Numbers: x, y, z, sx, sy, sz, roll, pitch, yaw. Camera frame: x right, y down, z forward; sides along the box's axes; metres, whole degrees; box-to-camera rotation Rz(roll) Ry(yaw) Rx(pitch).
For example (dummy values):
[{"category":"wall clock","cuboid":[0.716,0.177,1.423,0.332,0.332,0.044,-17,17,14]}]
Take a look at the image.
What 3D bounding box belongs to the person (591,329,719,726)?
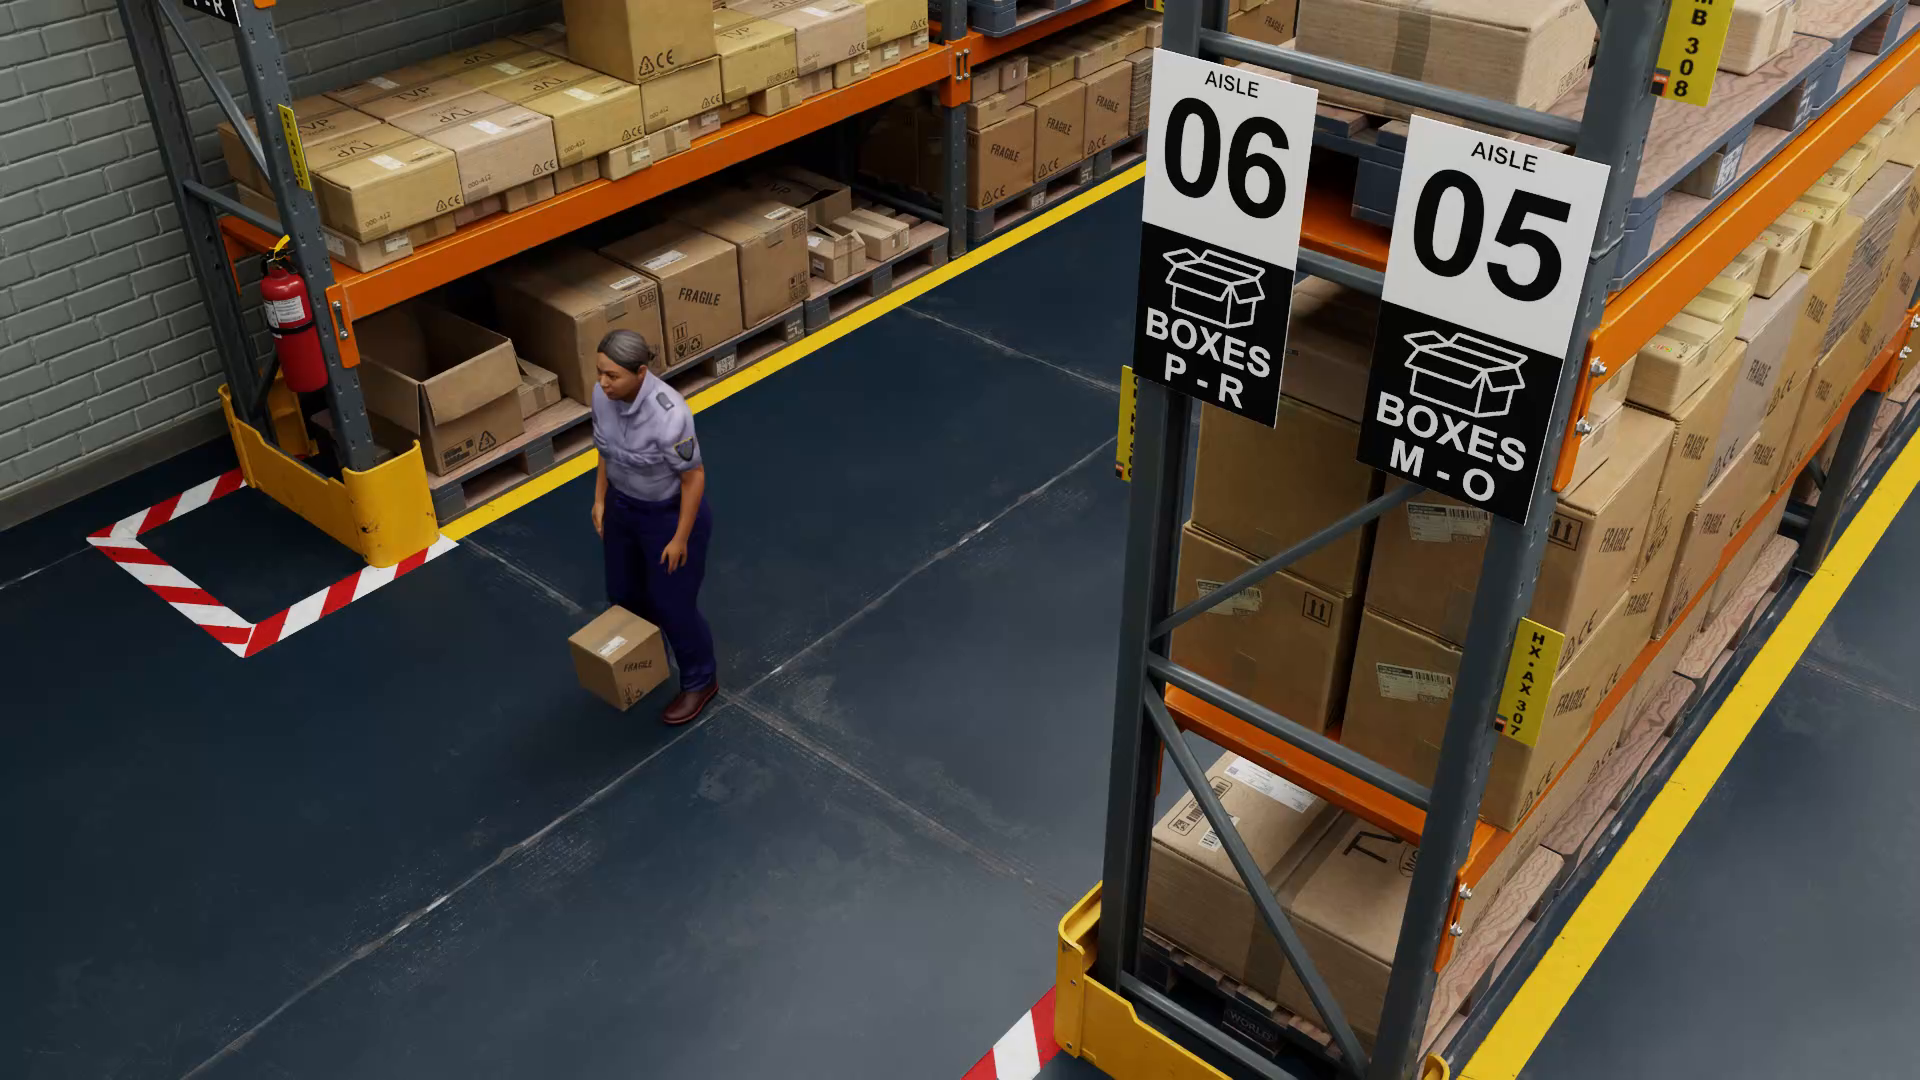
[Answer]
[{"category":"person","cuboid":[-1.165,-0.078,6.261,0.532,1.654,0.368,24,42,30]}]
